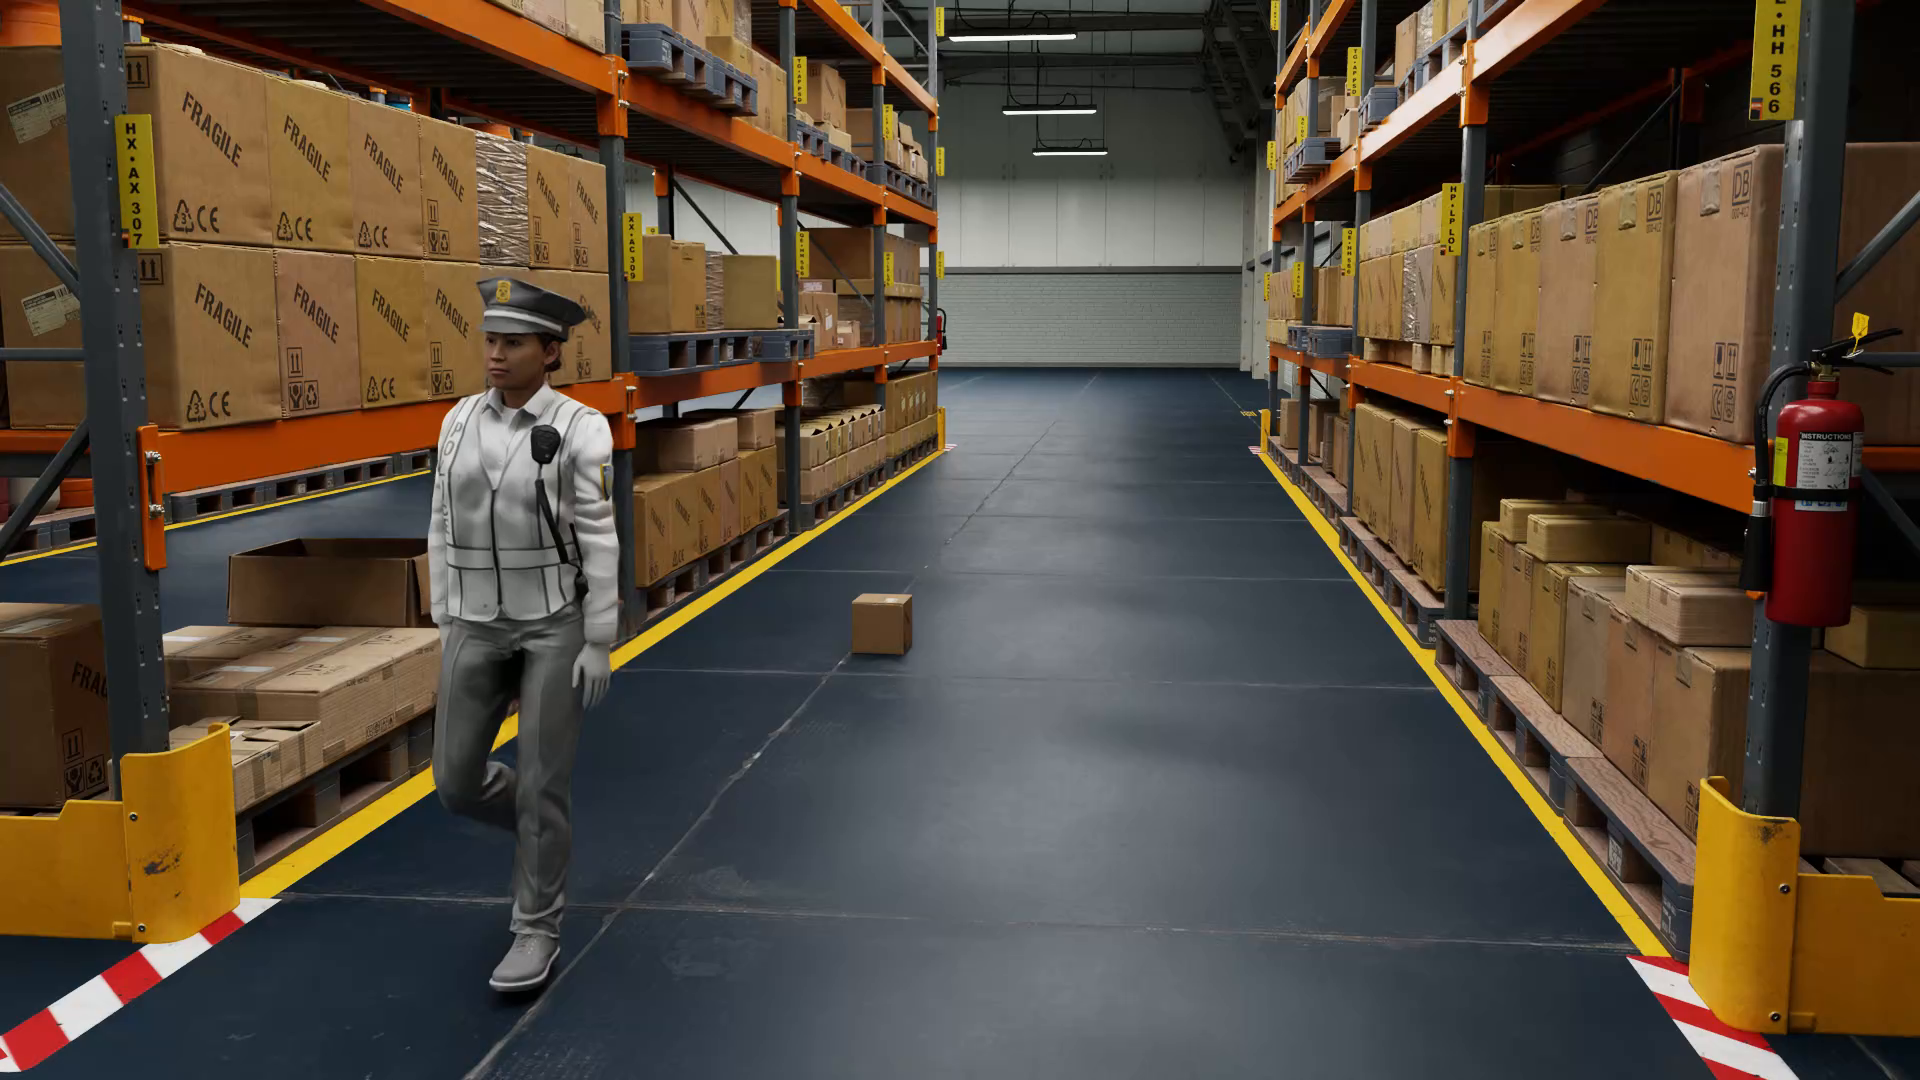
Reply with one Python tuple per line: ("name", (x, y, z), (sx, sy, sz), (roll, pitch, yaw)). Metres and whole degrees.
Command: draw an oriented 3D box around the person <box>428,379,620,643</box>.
("person", (-1.061, -0.071, 3.972), (0.502, 0.627, 0.319), (1, 8, 9))
